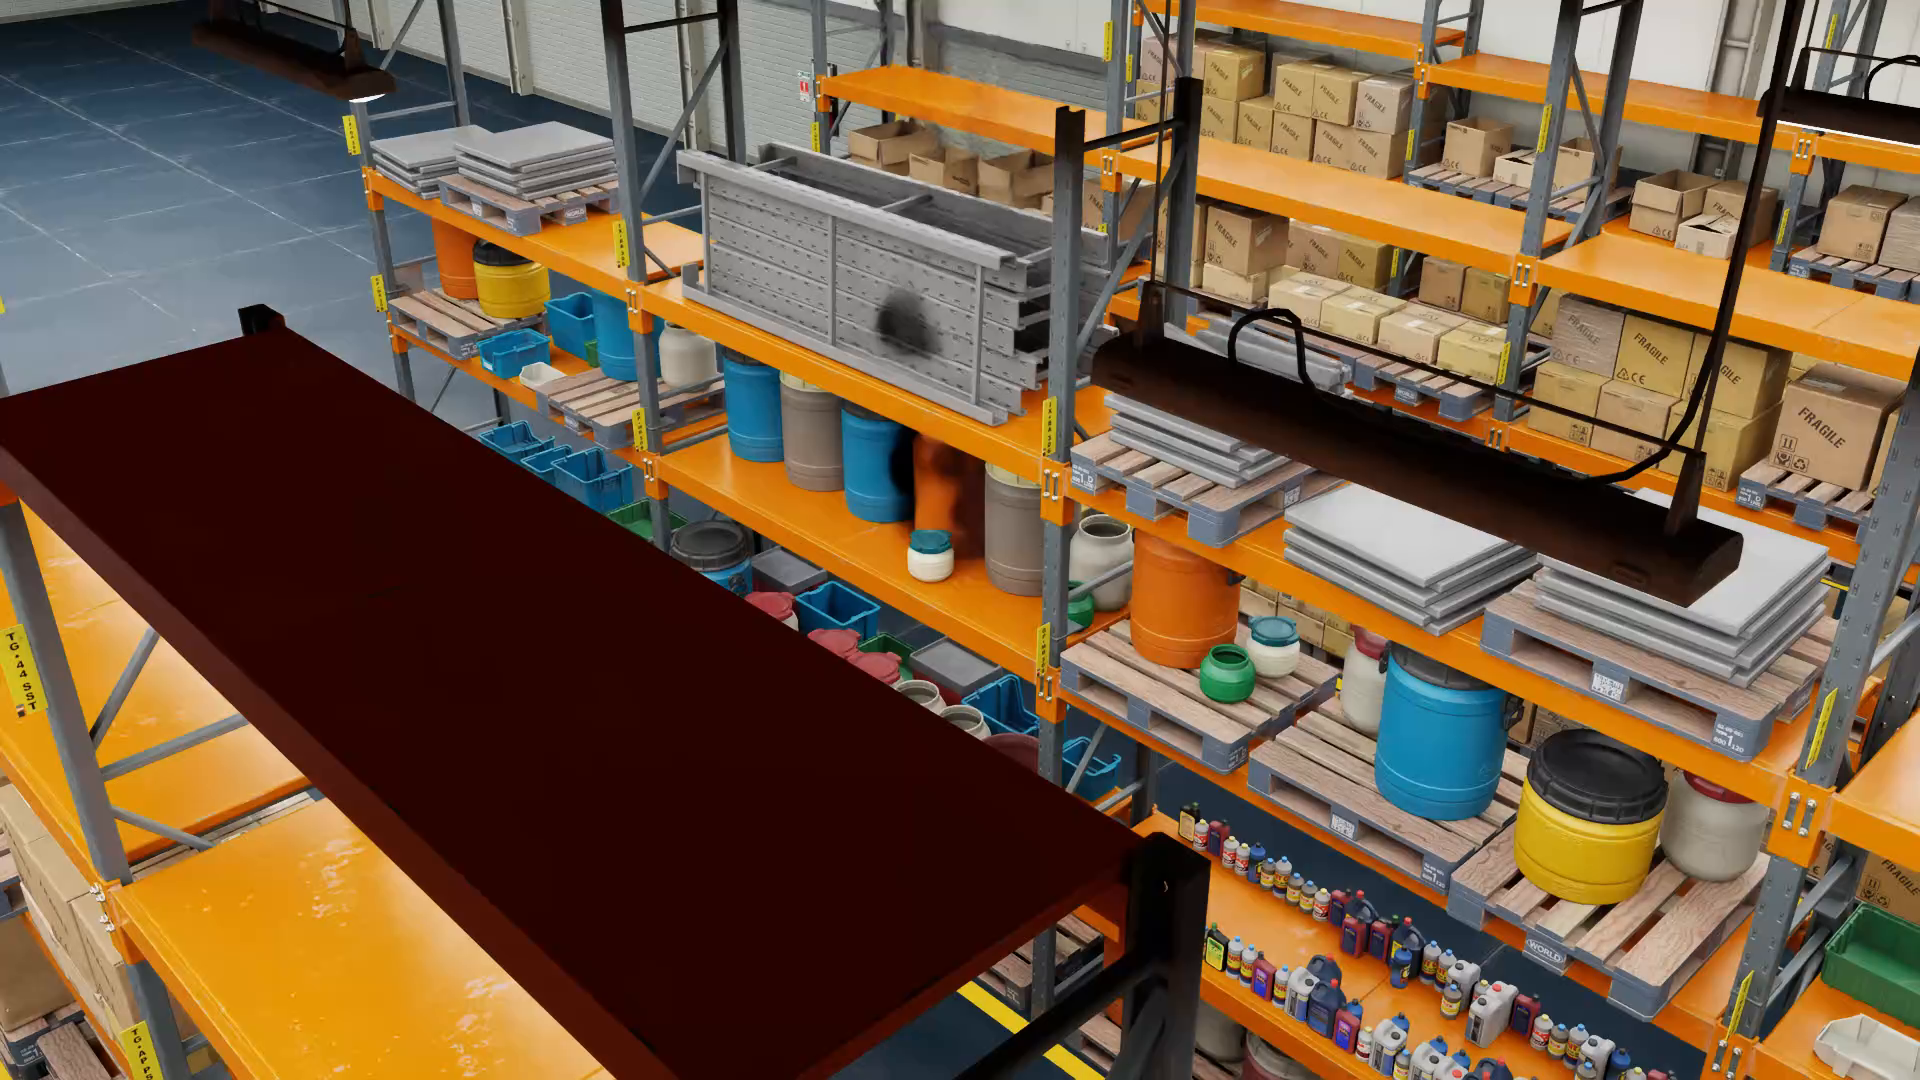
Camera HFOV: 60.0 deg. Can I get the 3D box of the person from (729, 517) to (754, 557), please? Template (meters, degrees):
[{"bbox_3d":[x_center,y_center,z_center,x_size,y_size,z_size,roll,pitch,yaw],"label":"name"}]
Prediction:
[{"bbox_3d":[-1.877,-0.104,15.395,0.589,1.616,0.709,-24,36,-37],"label":"person"}]
